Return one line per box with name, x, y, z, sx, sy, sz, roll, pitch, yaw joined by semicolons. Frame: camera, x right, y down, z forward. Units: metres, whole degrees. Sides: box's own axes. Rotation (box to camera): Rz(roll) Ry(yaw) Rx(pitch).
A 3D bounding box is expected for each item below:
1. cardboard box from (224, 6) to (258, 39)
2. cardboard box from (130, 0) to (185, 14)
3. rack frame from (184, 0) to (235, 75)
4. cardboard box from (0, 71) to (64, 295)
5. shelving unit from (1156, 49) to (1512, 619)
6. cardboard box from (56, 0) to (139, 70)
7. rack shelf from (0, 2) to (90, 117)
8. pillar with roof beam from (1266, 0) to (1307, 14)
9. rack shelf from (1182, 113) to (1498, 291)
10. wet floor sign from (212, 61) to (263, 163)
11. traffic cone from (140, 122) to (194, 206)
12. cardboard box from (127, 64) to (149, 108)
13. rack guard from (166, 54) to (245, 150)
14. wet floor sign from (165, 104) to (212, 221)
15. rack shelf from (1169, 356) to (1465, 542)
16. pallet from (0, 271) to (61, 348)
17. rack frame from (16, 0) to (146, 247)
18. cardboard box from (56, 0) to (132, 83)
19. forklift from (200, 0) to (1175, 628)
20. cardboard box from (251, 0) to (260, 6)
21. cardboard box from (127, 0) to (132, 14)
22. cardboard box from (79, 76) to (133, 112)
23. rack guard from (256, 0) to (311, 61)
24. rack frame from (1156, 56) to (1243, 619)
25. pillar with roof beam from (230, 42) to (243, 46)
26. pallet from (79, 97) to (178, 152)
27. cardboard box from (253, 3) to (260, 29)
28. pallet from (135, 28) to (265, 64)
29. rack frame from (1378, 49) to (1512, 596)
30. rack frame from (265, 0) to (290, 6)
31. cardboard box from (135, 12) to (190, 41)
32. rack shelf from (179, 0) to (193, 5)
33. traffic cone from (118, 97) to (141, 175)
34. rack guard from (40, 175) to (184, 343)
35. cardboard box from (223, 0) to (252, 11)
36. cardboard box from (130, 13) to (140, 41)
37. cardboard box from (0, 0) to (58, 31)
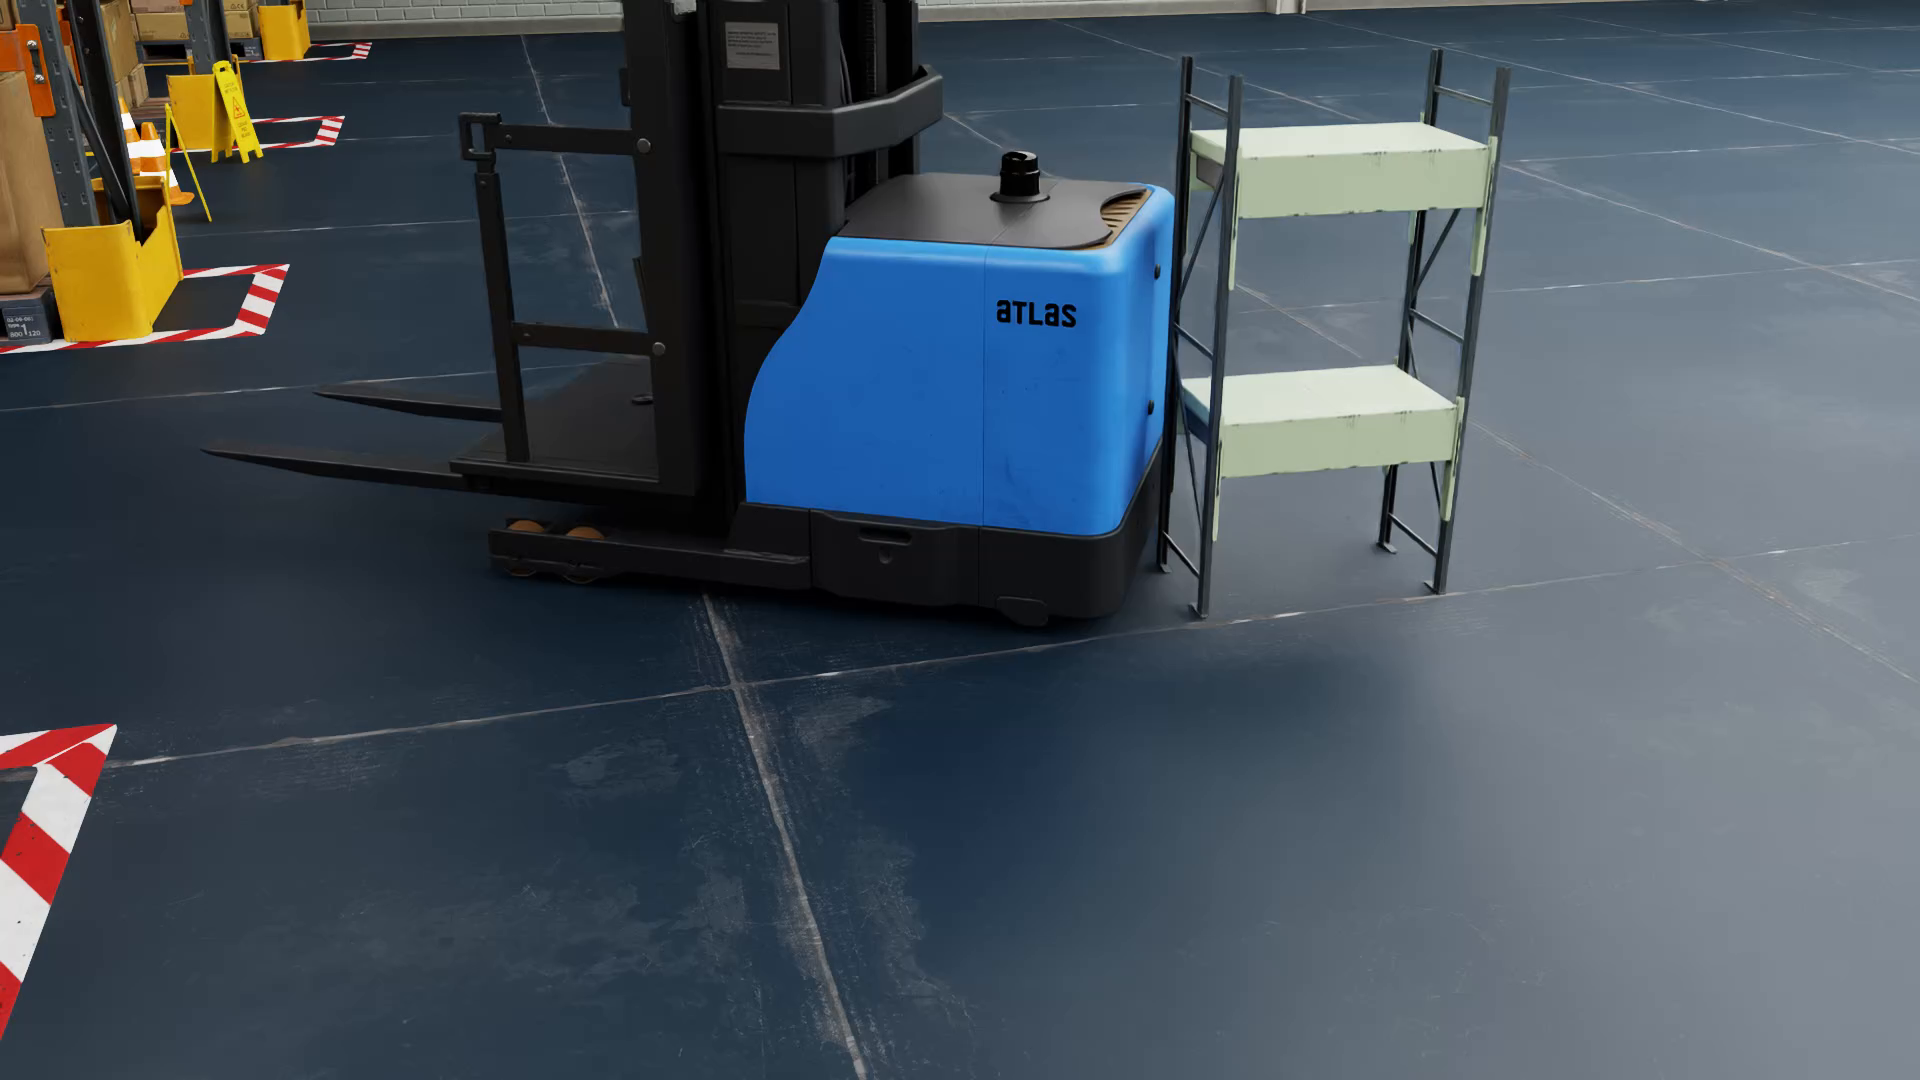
cardboard box;-7.070;-4.981;16.010;0.500;0.250;0.500;-6;24;-14
cardboard box;-7.573;-5.161;15.795;0.500;0.250;0.500;-7;24;-15
rack frame;-5.358;-4.338;11.556;0.127;3.000;1.000;-6;24;-14
cardboard box;-4.559;-1.589;7.310;0.875;0.875;0.875;-6;24;-14
shelving unit;1.010;-0.573;4.684;0.755;1.500;0.431;-5;24;-11
cardboard box;-6.232;-3.628;11.905;0.500;0.500;0.500;-7;24;-16
rack shelf;-5.849;-1.926;6.846;4.000;0.370;1.077;-6;24;-14
pillar with roof beam;5.100;-8.891;14.558;0.400;9.000;9.100;-6;24;-14
rack shelf;1.010;-0.932;4.530;0.720;0.370;0.431;-5;24;-11
wet floor sign;-4.886;-2.870;11.120;0.232;0.644;0.267;2;23;4
traffic cone;-4.797;-2.251;9.910;0.334;0.463;0.336;-6;24;-14
cardboard box;-6.210;-3.286;12.059;0.500;0.250;0.500;-7;24;-15
rack guard;-5.431;-3.181;12.030;0.348;0.500;1.175;-6;24;-14
wet floor sign;-4.431;-2.142;9.424;0.232;0.644;0.267;-11;25;-23
rack shelf;1.010;-0.274;4.812;0.720;0.370;0.431;-5;24;-11
pallet;-4.673;-1.073;7.483;1.213;0.211;1.003;-6;24;-14
rack frame;-3.924;-2.469;7.201;0.127;3.000;1.000;-6;24;-14
cardboard box;-6.059;-3.428;11.438;0.500;0.500;0.500;-6;24;-14
forklift;-0.911;-1.409;4.818;3.031;2.935;1.130;6;24;14
cardboard box;-7.211;-5.410;16.374;0.500;0.250;0.500;-6;24;-13
cardboard box;-8.064;-5.098;15.648;0.500;0.250;0.500;-7;24;-16
cardboard box;-6.087;-3.076;11.570;0.500;0.250;0.500;-6;24;-15
rack guard;-6.679;-5.076;16.445;0.348;0.500;1.175;-6;24;-14
rack frame;0.653;-0.542;4.612;0.023;1.500;0.400;-5;24;-11
pillar with roof beam;-6.454;-7.613;11.579;0.400;9.000;9.100;-6;24;-14
pallet;-6.223;-2.975;11.916;1.213;0.211;1.003;-6;24;-14
cardboard box;-7.228;-5.173;16.457;0.500;0.250;0.500;-6;24;-14
pallet;-7.428;-4.843;16.270;1.213;0.211;1.003;-6;24;-14
rack frame;1.368;-0.604;4.755;0.023;1.500;0.400;-5;24;-11
rack frame;-6.703;-6.222;15.947;0.127;3.000;1.000;-6;24;-14
cardboard box;-7.551;-4.932;15.895;0.500;0.250;0.500;-6;24;-14
rack shelf;-7.284;-3.794;11.201;4.000;0.370;1.077;-6;24;-14
traffic cone;-5.424;-2.637;10.808;0.334;0.463;0.336;-6;24;-14
rack guard;-3.901;-1.323;7.700;0.348;0.500;1.175;-6;24;-14
cardboard box;-7.087;-5.211;15.910;0.500;0.250;0.500;-7;24;-15
cardboard box;-8.035;-4.882;15.779;0.500;0.250;0.500;-6;24;-14
cardboard box;-4.269;-2.482;7.039;0.550;0.550;0.875;-6;24;-14
